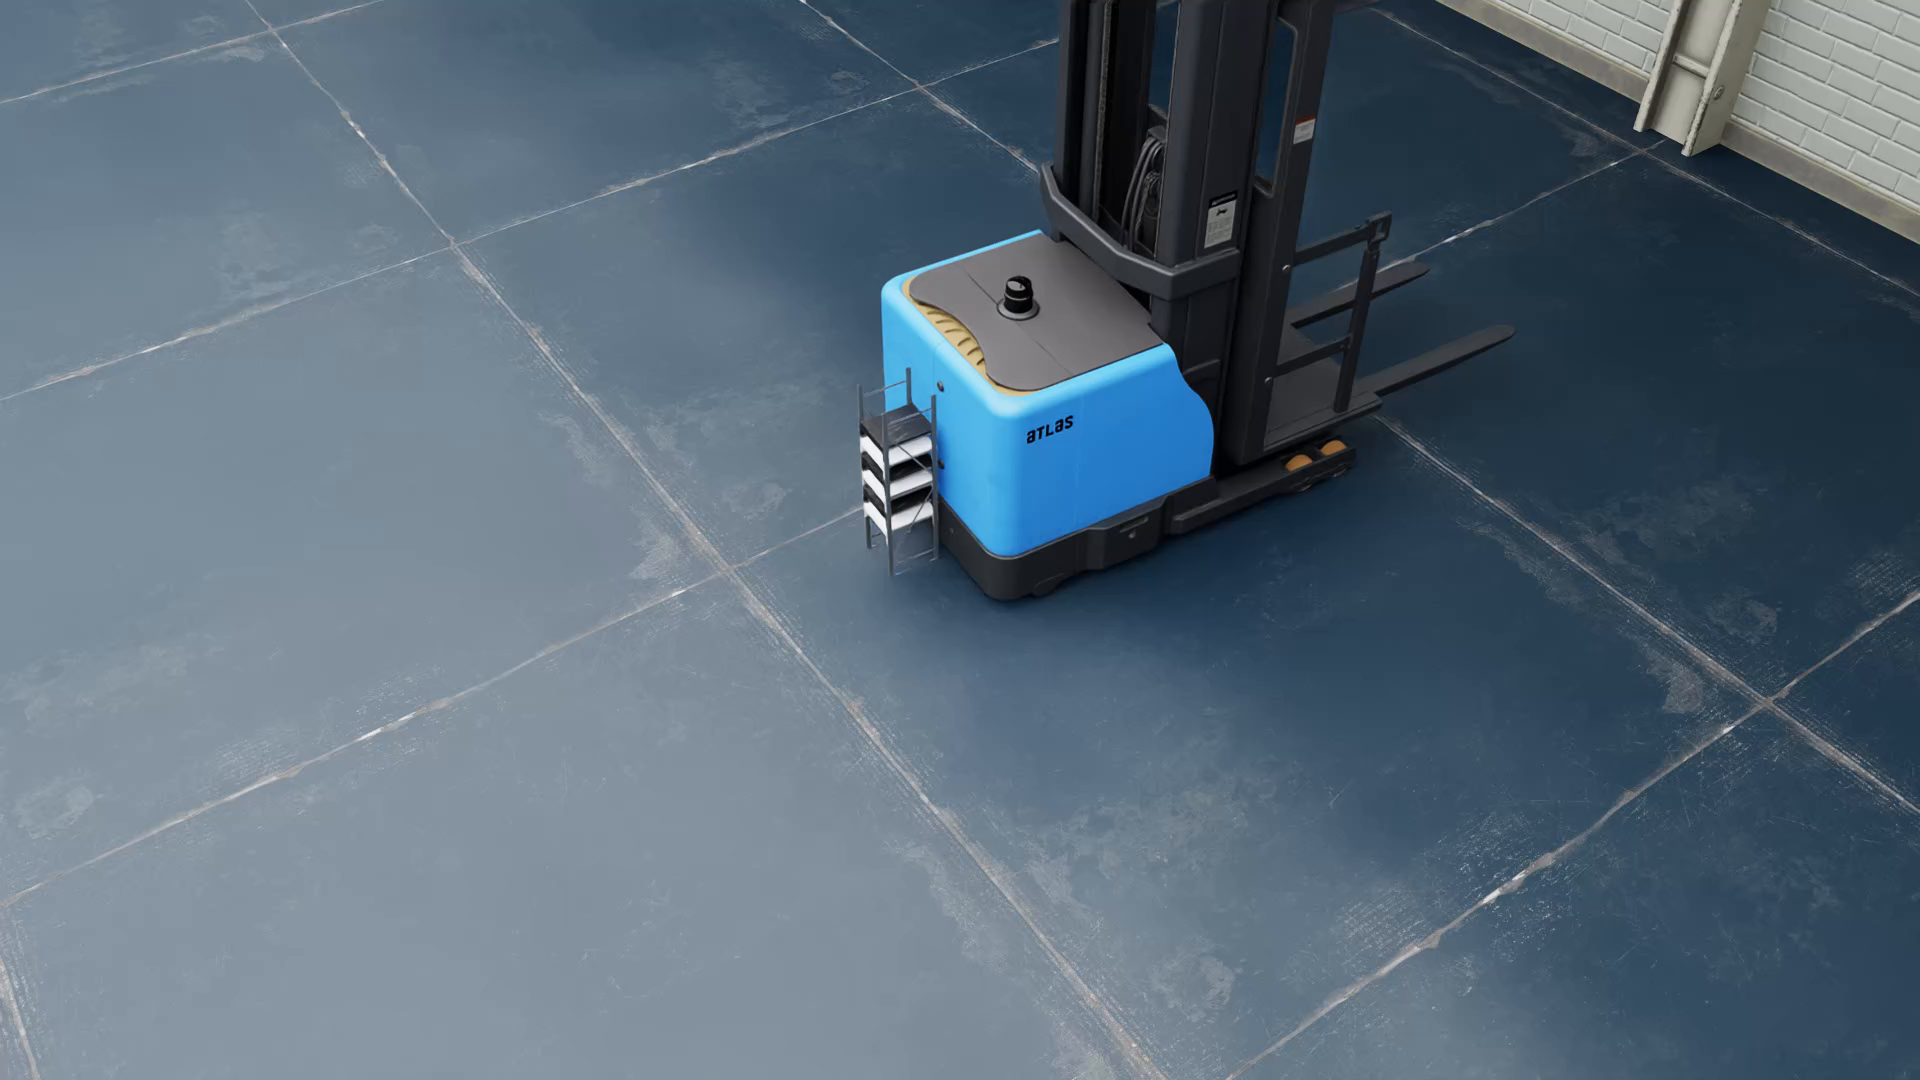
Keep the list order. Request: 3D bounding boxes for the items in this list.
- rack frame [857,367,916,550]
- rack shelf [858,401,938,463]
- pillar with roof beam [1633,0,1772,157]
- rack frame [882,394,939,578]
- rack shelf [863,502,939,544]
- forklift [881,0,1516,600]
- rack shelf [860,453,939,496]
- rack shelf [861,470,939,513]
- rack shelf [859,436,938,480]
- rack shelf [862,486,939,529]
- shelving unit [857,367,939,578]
[{"bbox_3d":[-0.300,-0.327,6.931,0.240,0.900,0.006,-22,48,-21],"label":"rack frame"},{"bbox_3d":[-0.250,-0.437,6.704,0.258,0.077,0.200,-22,48,-21],"label":"rack shelf"},{"bbox_3d":[0.664,-3.925,4.835,9.100,9.000,0.400,-26,49,-24],"label":"pillar with roof beam"},{"bbox_3d":[-0.197,-0.206,6.804,0.240,0.900,0.006,-22,48,-21],"label":"rack frame"},{"bbox_3d":[-0.248,-0.112,7.015,0.258,0.077,0.200,-22,48,-21],"label":"rack shelf"},{"bbox_3d":[1.195,-1.572,6.765,3.031,2.935,1.130,-22,48,-21],"label":"forklift"},{"bbox_3d":[-0.249,-0.307,6.829,0.258,0.077,0.200,-22,48,-21],"label":"rack shelf"},{"bbox_3d":[-0.249,-0.242,6.891,0.258,0.077,0.200,-22,48,-21],"label":"rack shelf"},{"bbox_3d":[-0.249,-0.372,6.766,0.258,0.077,0.200,-22,48,-21],"label":"rack shelf"},{"bbox_3d":[-0.249,-0.177,6.953,0.258,0.077,0.200,-22,48,-21],"label":"rack shelf"},{"bbox_3d":[-0.249,-0.267,6.868,0.258,0.900,0.210,-22,48,-21],"label":"shelving unit"}]
